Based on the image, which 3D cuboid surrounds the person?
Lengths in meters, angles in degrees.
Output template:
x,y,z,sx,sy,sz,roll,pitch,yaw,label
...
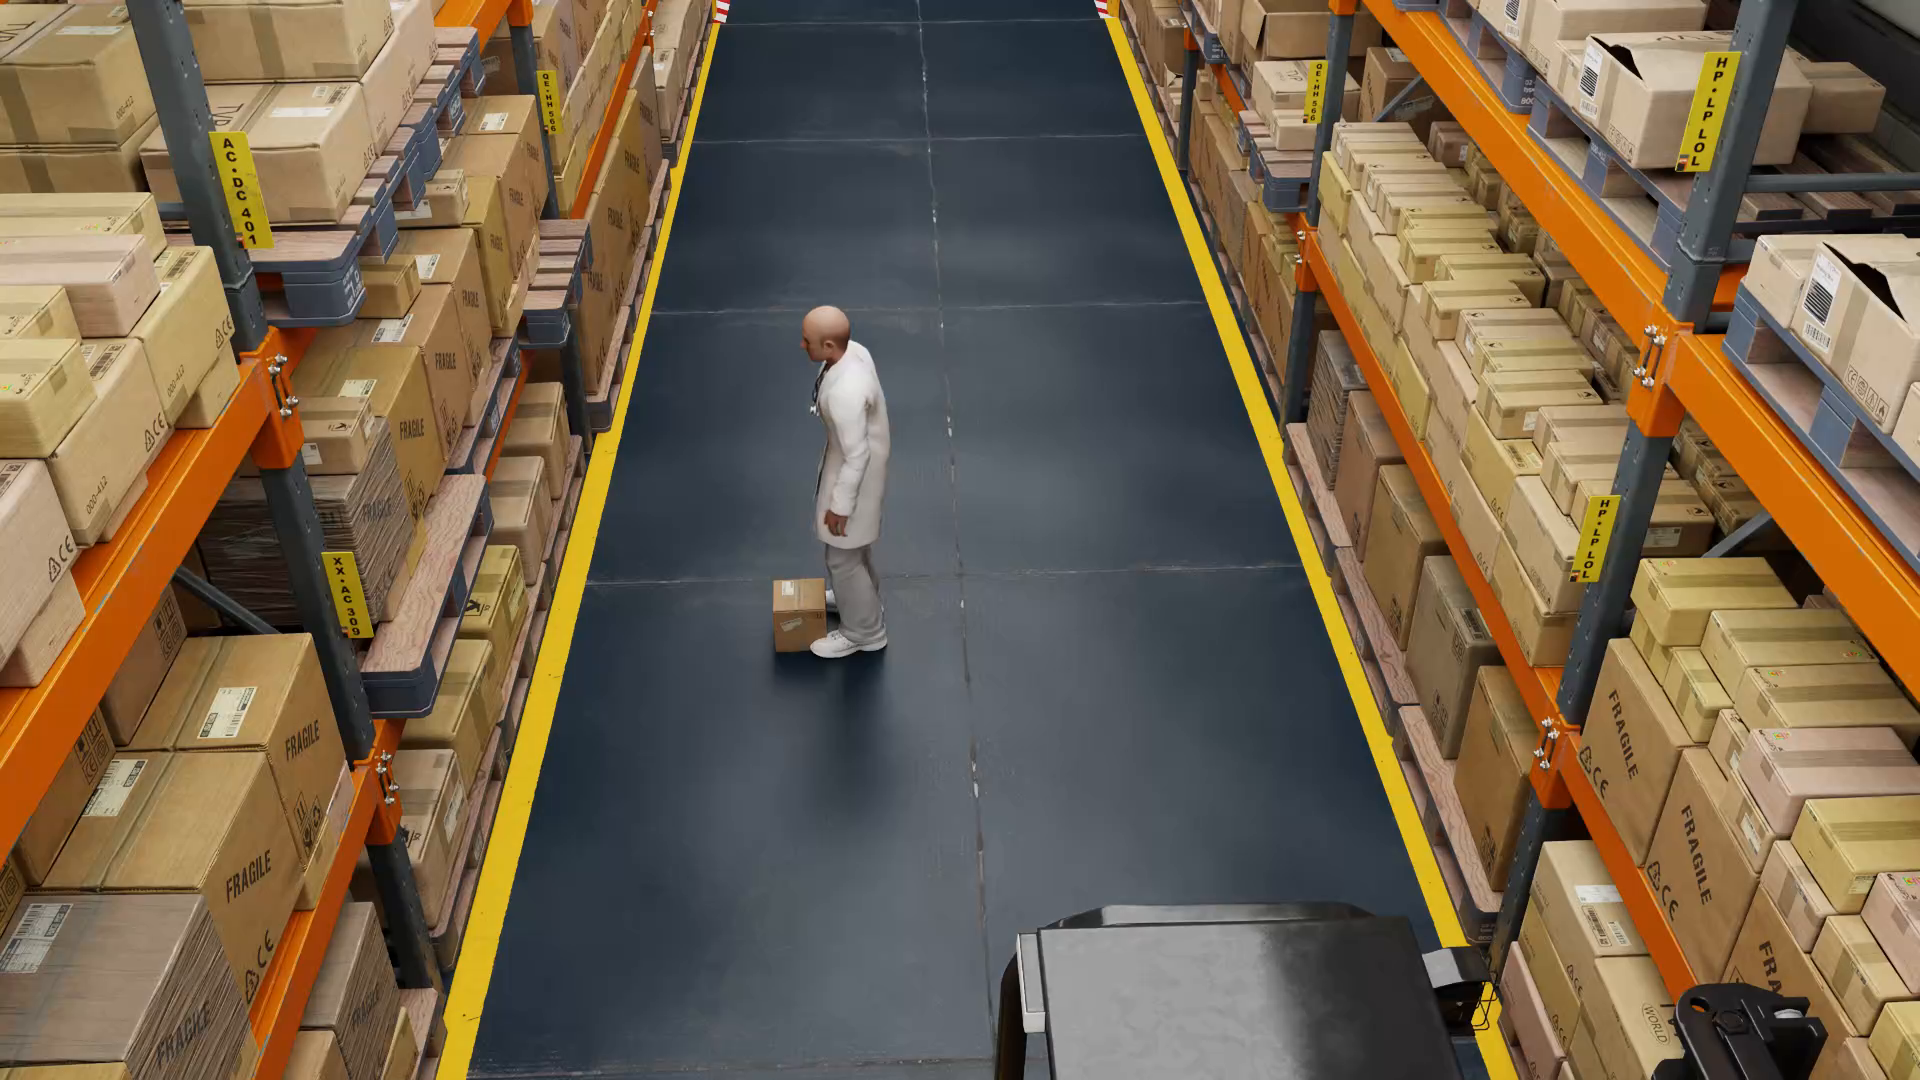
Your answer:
x,y,z,sx,sy,sz,roll,pitch,yaw,label
-0.522,-0.274,7.605,0.420,1.774,0.643,-2,35,-2,person
